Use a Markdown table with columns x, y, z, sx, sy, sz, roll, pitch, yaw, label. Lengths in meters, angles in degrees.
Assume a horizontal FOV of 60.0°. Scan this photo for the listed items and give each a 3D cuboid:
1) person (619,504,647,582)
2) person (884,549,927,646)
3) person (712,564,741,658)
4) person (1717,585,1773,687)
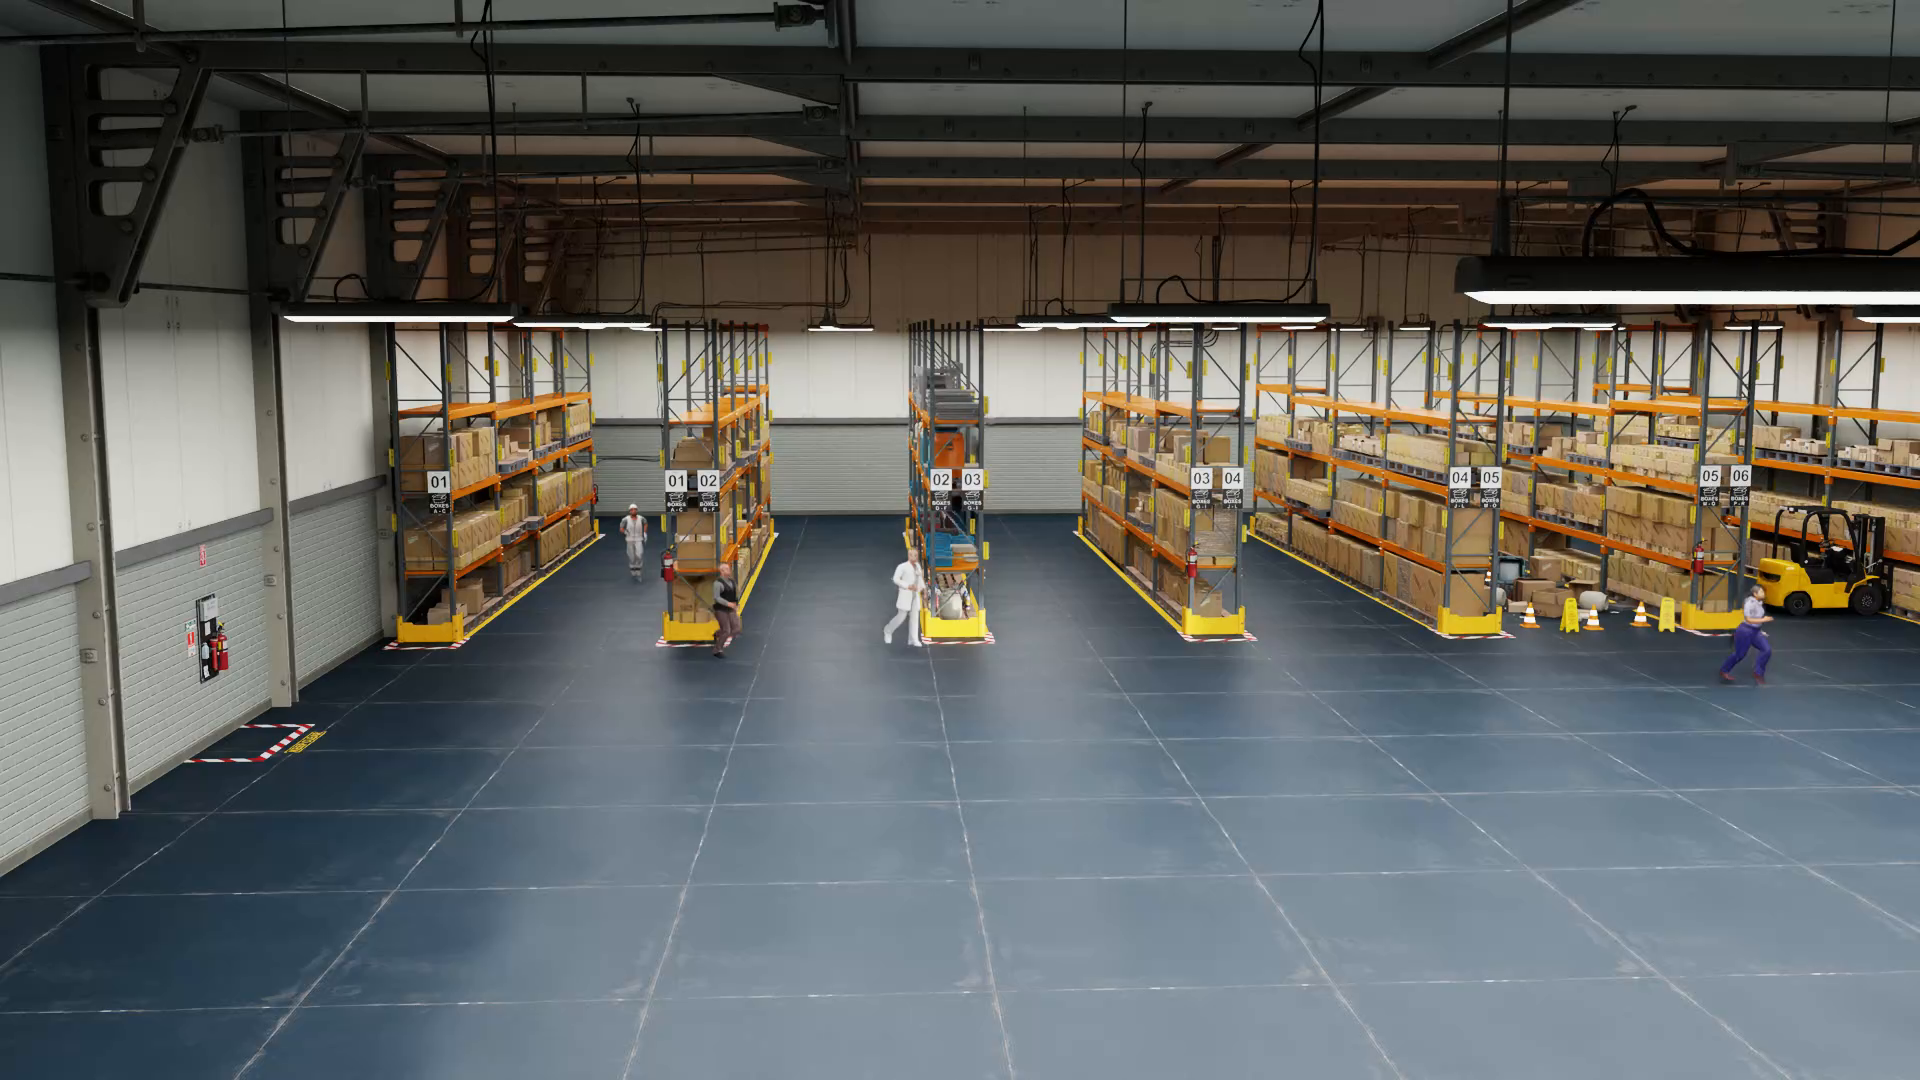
| x | y | z | sx | sy | sz | roll | pitch | yaw | label |
| --- | --- | --- | --- | --- | --- | --- | --- | --- | --- |
| -7.590 | 0.071 | 38.681 | 0.637 | 1.823 | 0.763 | -1 | 7 | -10 | person |
| -0.900 | 1.046 | 30.684 | 0.771 | 1.747 | 0.983 | -7 | 10 | -43 | person |
| -4.147 | 1.252 | 29.576 | 0.635 | 1.685 | 0.694 | 3 | 8 | 26 | person |
| 12.884 | 1.564 | 27.246 | 0.828 | 1.685 | 0.626 | 7 | 10 | 43 | person |
